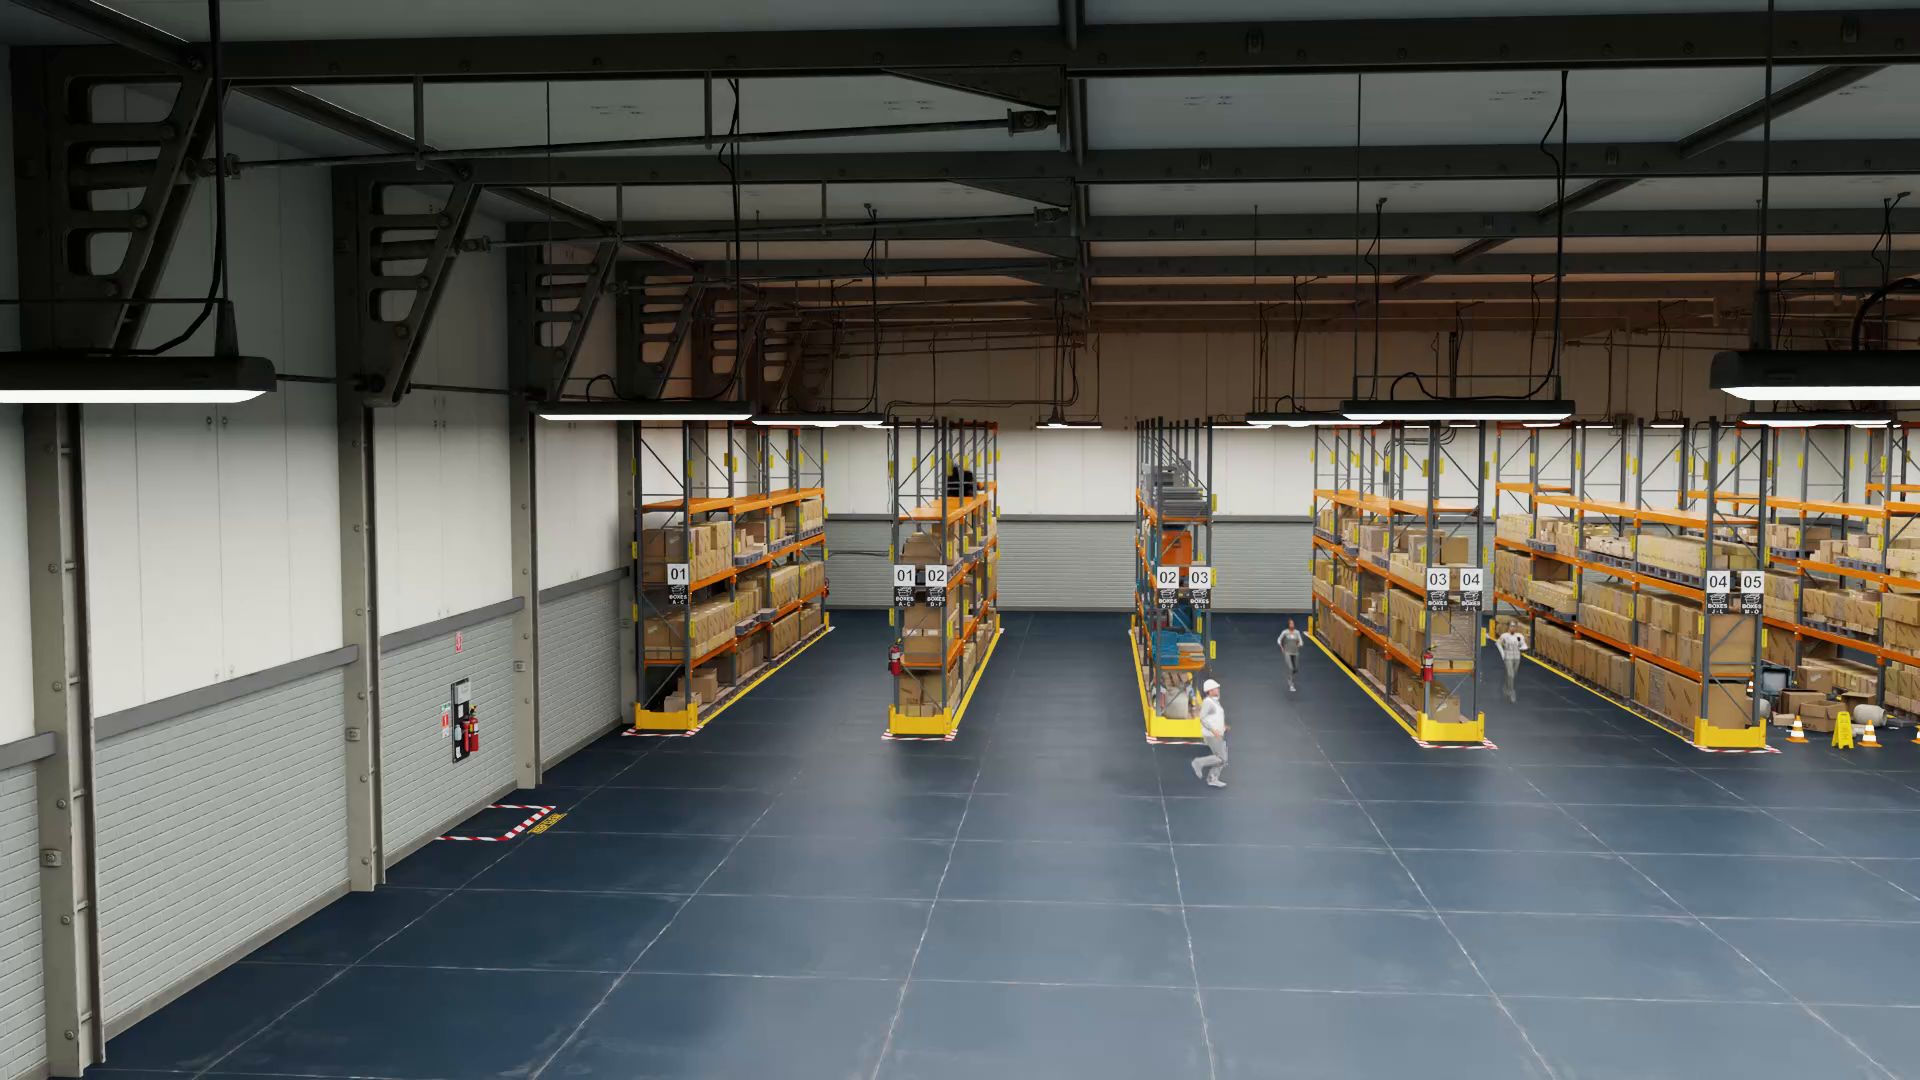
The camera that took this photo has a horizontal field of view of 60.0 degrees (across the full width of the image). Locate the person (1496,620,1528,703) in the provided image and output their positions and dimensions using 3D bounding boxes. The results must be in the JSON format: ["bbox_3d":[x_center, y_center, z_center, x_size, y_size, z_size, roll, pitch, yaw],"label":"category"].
[{"bbox_3d":[11.780,2.564,35.437,0.592,1.732,0.829,0,4,0],"label":"person"}]

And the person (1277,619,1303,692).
[{"bbox_3d":[7.314,2.533,36.834,0.547,1.564,0.767,0,4,-4],"label":"person"}]

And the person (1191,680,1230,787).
[{"bbox_3d":[4.046,3.114,26.819,0.586,1.729,0.659,1,4,19],"label":"person"}]

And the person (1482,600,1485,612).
[{"bbox_3d":[13.454,2.058,43.464,0.546,1.636,0.608,0,4,7],"label":"person"}]
